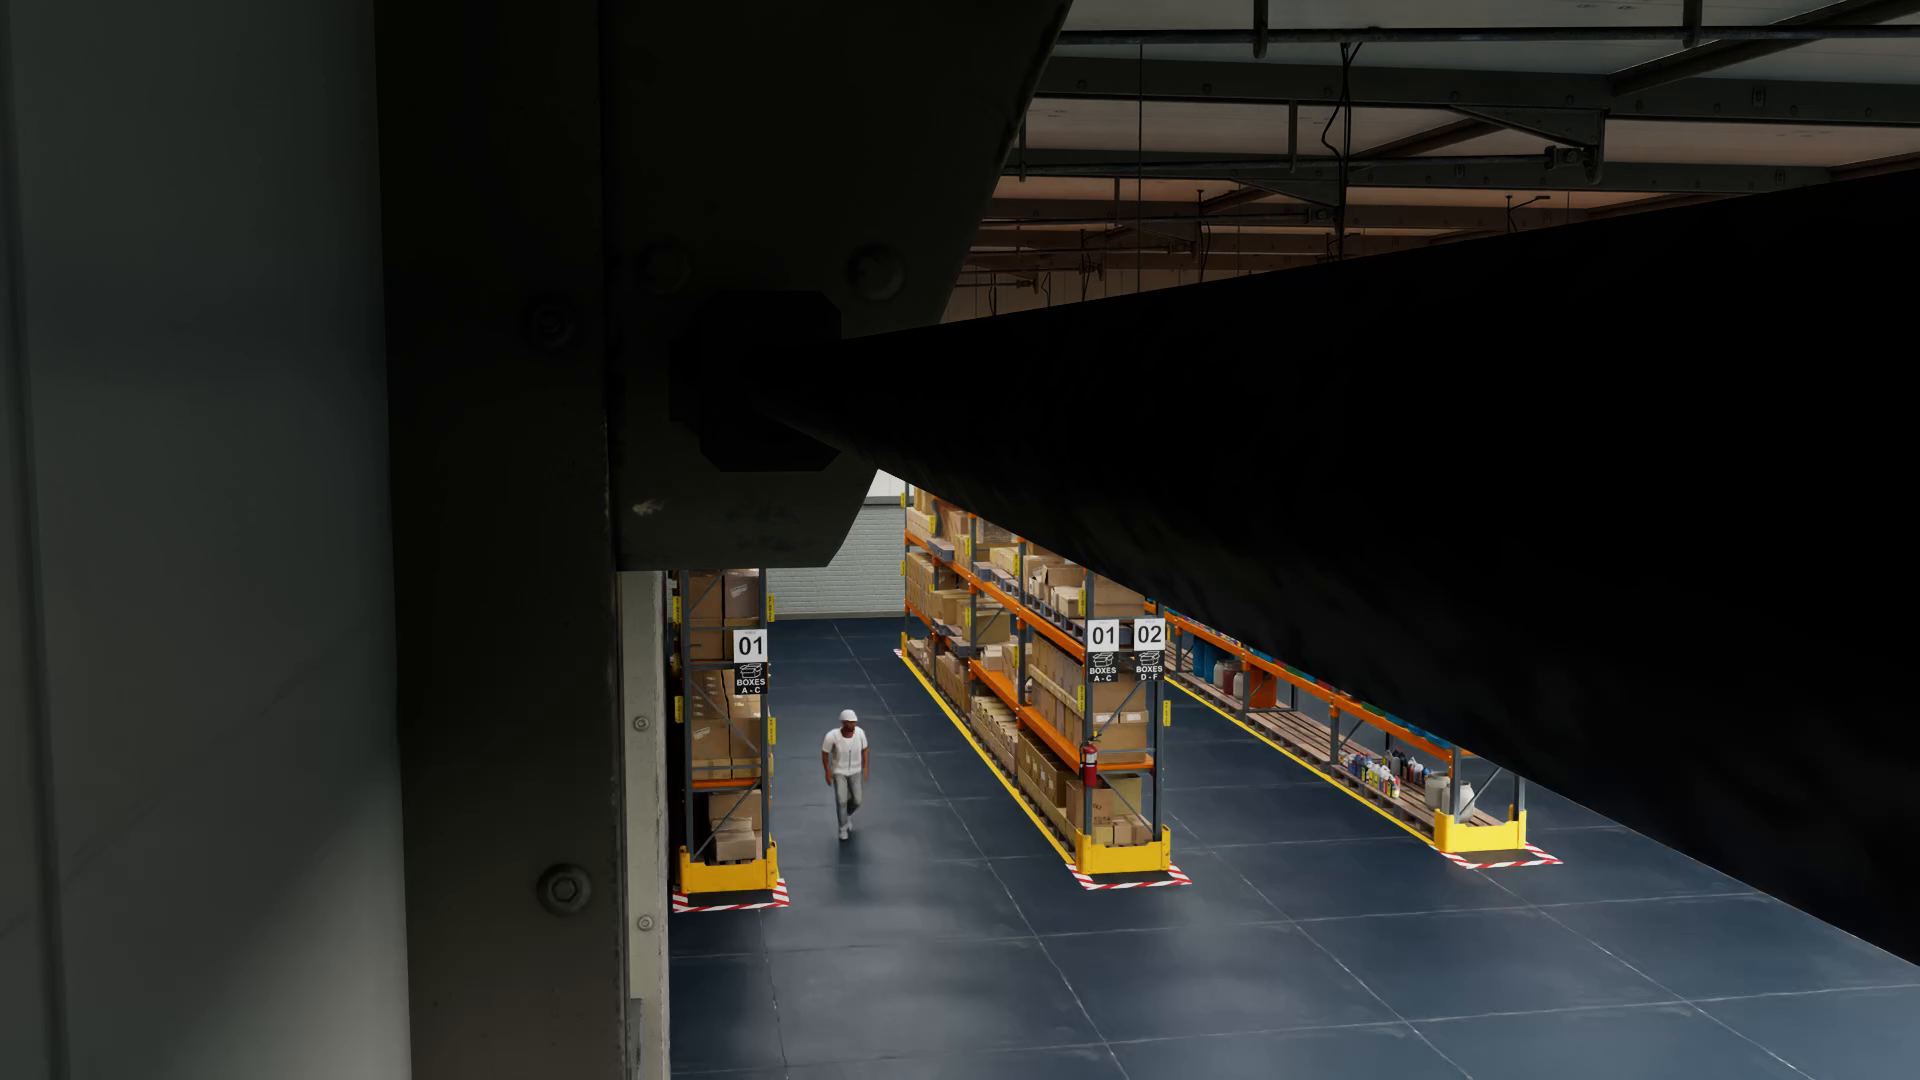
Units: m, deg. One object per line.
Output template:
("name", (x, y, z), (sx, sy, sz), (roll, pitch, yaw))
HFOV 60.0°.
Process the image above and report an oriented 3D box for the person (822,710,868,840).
("person", (-1.559, 3.135, 22.488), (0.639, 1.755, 0.613), (-2, 6, -23))
